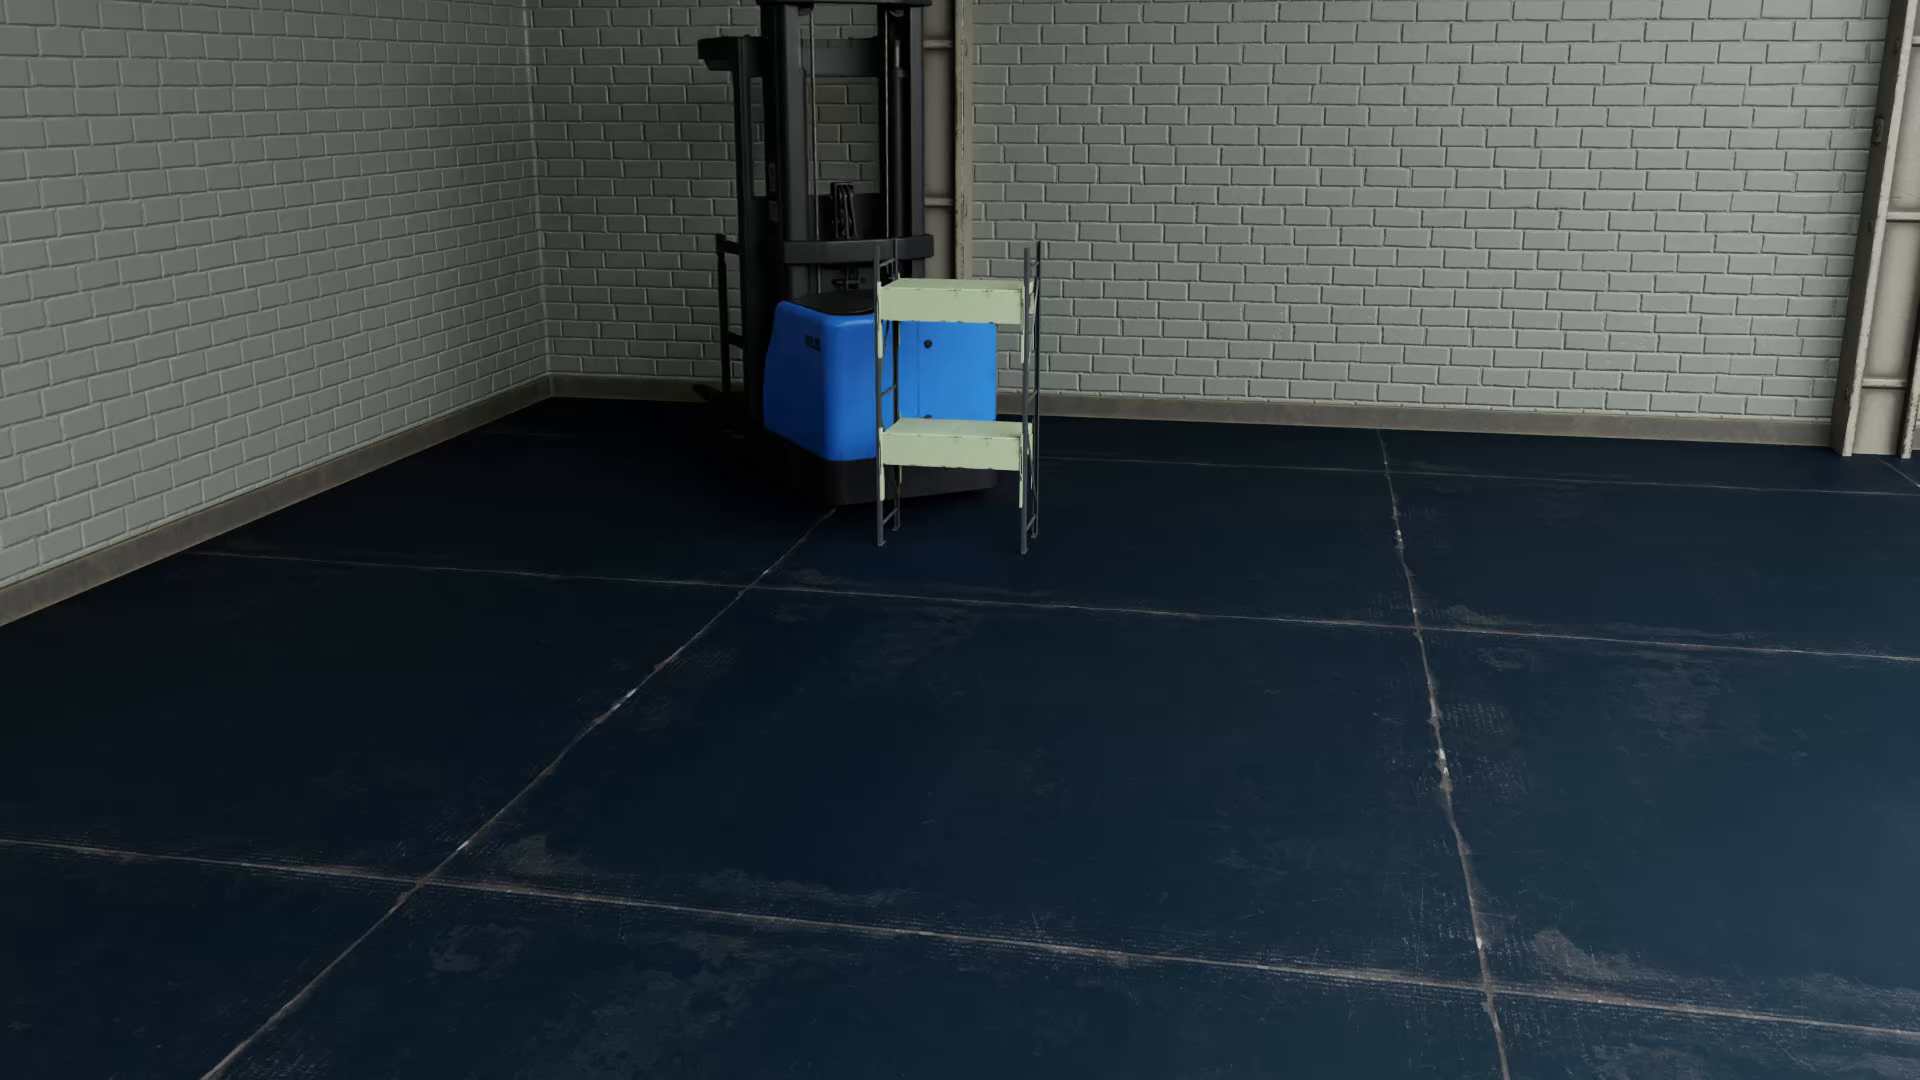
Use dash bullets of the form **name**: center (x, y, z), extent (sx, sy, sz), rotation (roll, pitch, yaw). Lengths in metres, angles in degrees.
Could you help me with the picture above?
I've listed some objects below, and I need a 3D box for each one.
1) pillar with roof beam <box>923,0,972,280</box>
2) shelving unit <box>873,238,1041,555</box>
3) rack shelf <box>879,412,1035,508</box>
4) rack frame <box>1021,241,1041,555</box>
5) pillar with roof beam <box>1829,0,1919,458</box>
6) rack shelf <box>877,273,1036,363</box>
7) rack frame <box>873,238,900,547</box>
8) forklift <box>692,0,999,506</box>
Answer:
- **pillar with roof beam**: center (-1.000, -4.087, 6.388), extent (0.400, 9.000, 9.100), rotation (3, 16, 11)
- **shelving unit**: center (-0.007, -0.723, 8.293), extent (0.755, 1.500, 0.431), rotation (3, 16, 11)
- **rack shelf**: center (-0.007, -0.409, 8.380), extent (0.720, 0.370, 0.431), rotation (3, 16, 11)
- **rack frame**: center (0.352, -0.704, 8.223), extent (0.023, 1.500, 0.400), rotation (3, 16, 11)
- **pillar with roof beam**: center (4.880, -3.768, 5.236), extent (0.400, 9.000, 9.100), rotation (3, 16, 11)
- **rack shelf**: center (-0.007, -1.099, 8.189), extent (0.720, 0.370, 0.431), rotation (3, 16, 11)
- **rack frame**: center (-0.365, -0.743, 8.363), extent (0.023, 1.500, 0.400), rotation (3, 16, 11)
- **forklift**: center (-0.886, -1.942, 10.012), extent (1.130, 2.935, 3.031), rotation (-7, 17, -25)
